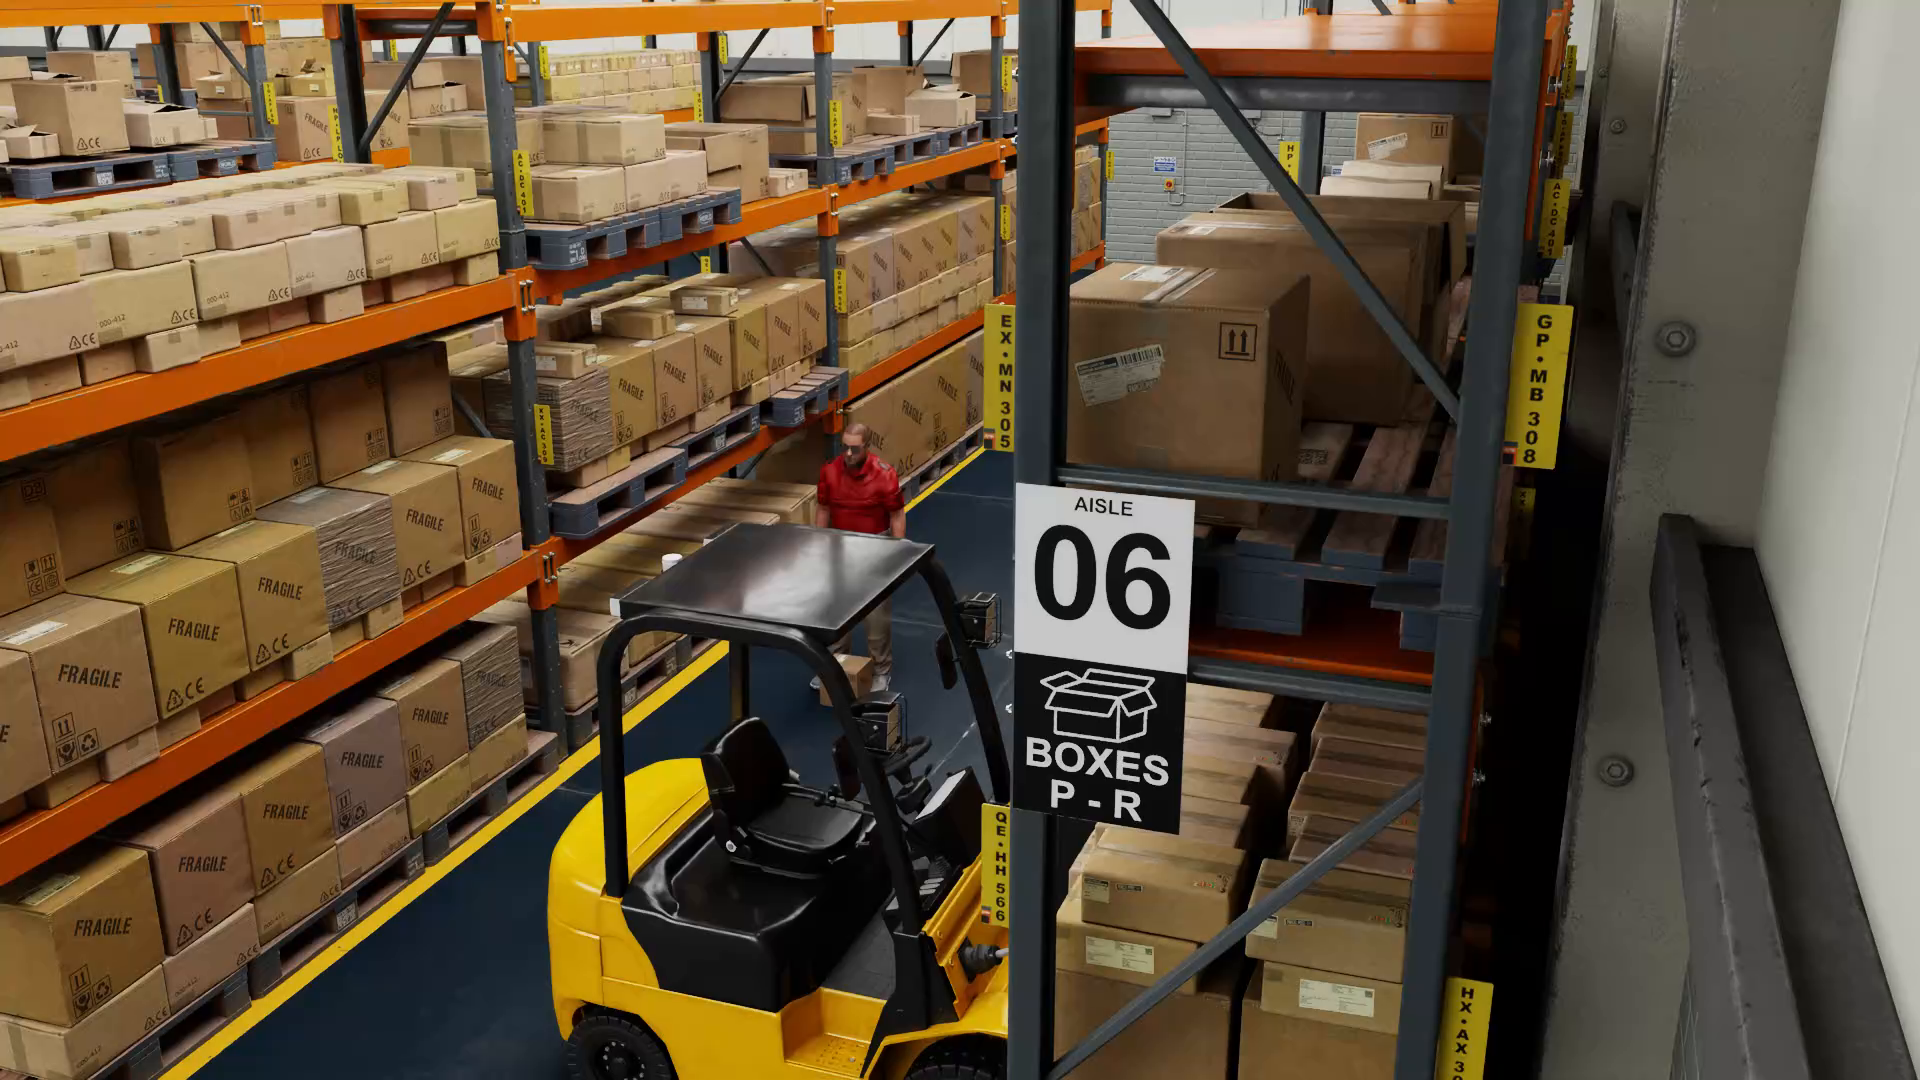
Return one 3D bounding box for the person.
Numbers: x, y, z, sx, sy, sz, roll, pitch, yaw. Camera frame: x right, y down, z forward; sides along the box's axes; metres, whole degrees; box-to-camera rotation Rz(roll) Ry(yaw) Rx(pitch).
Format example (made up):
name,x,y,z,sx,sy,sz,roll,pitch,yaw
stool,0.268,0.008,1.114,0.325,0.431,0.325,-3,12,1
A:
name,x,y,z,sx,sy,sz,roll,pitch,yaw
person,-0.627,0.100,10.285,0.593,1.726,0.395,6,19,17
